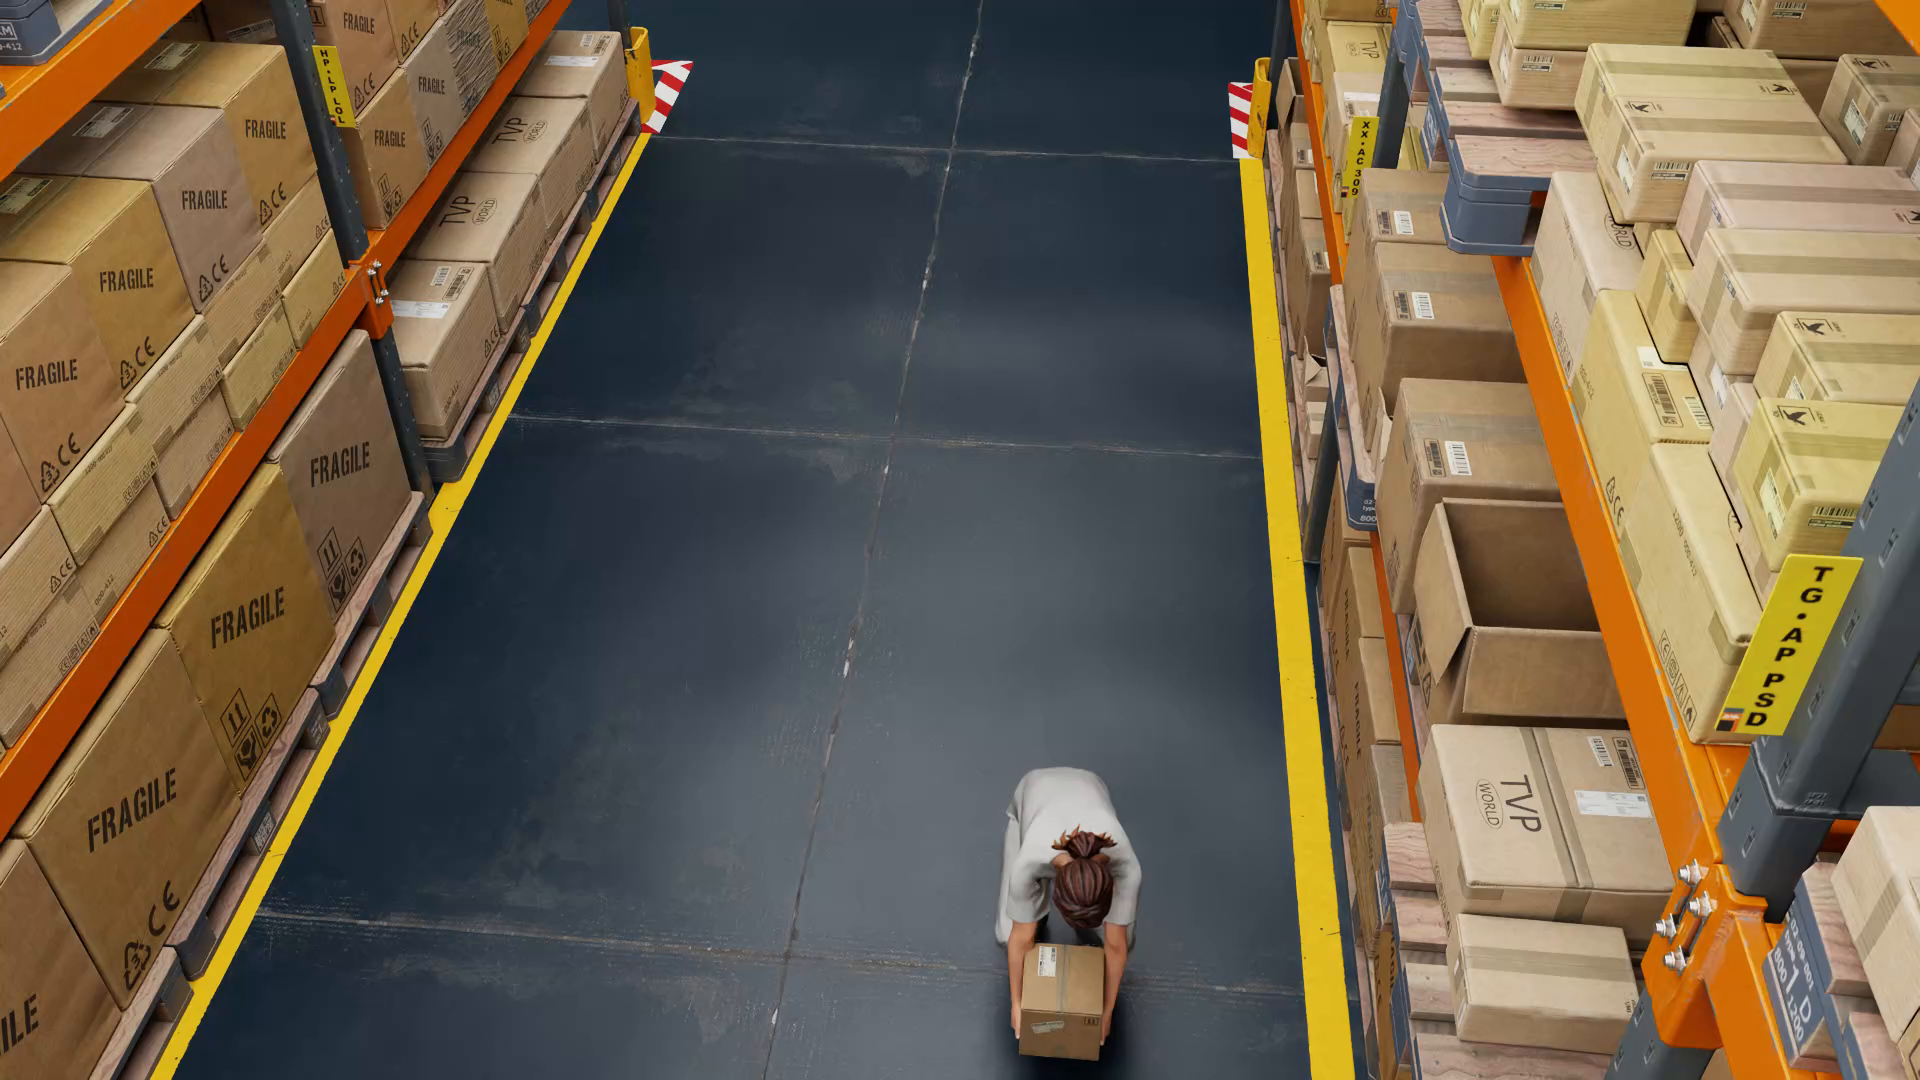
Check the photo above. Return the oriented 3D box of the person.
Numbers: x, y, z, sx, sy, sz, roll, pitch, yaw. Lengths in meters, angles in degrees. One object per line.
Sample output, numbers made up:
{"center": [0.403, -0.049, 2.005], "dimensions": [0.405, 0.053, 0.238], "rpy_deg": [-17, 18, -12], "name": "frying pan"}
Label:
{"center": [0.345, 1.137, 5.386], "dimensions": [0.460, 0.940, 0.827], "rpy_deg": [1, 40, 2], "name": "person"}
